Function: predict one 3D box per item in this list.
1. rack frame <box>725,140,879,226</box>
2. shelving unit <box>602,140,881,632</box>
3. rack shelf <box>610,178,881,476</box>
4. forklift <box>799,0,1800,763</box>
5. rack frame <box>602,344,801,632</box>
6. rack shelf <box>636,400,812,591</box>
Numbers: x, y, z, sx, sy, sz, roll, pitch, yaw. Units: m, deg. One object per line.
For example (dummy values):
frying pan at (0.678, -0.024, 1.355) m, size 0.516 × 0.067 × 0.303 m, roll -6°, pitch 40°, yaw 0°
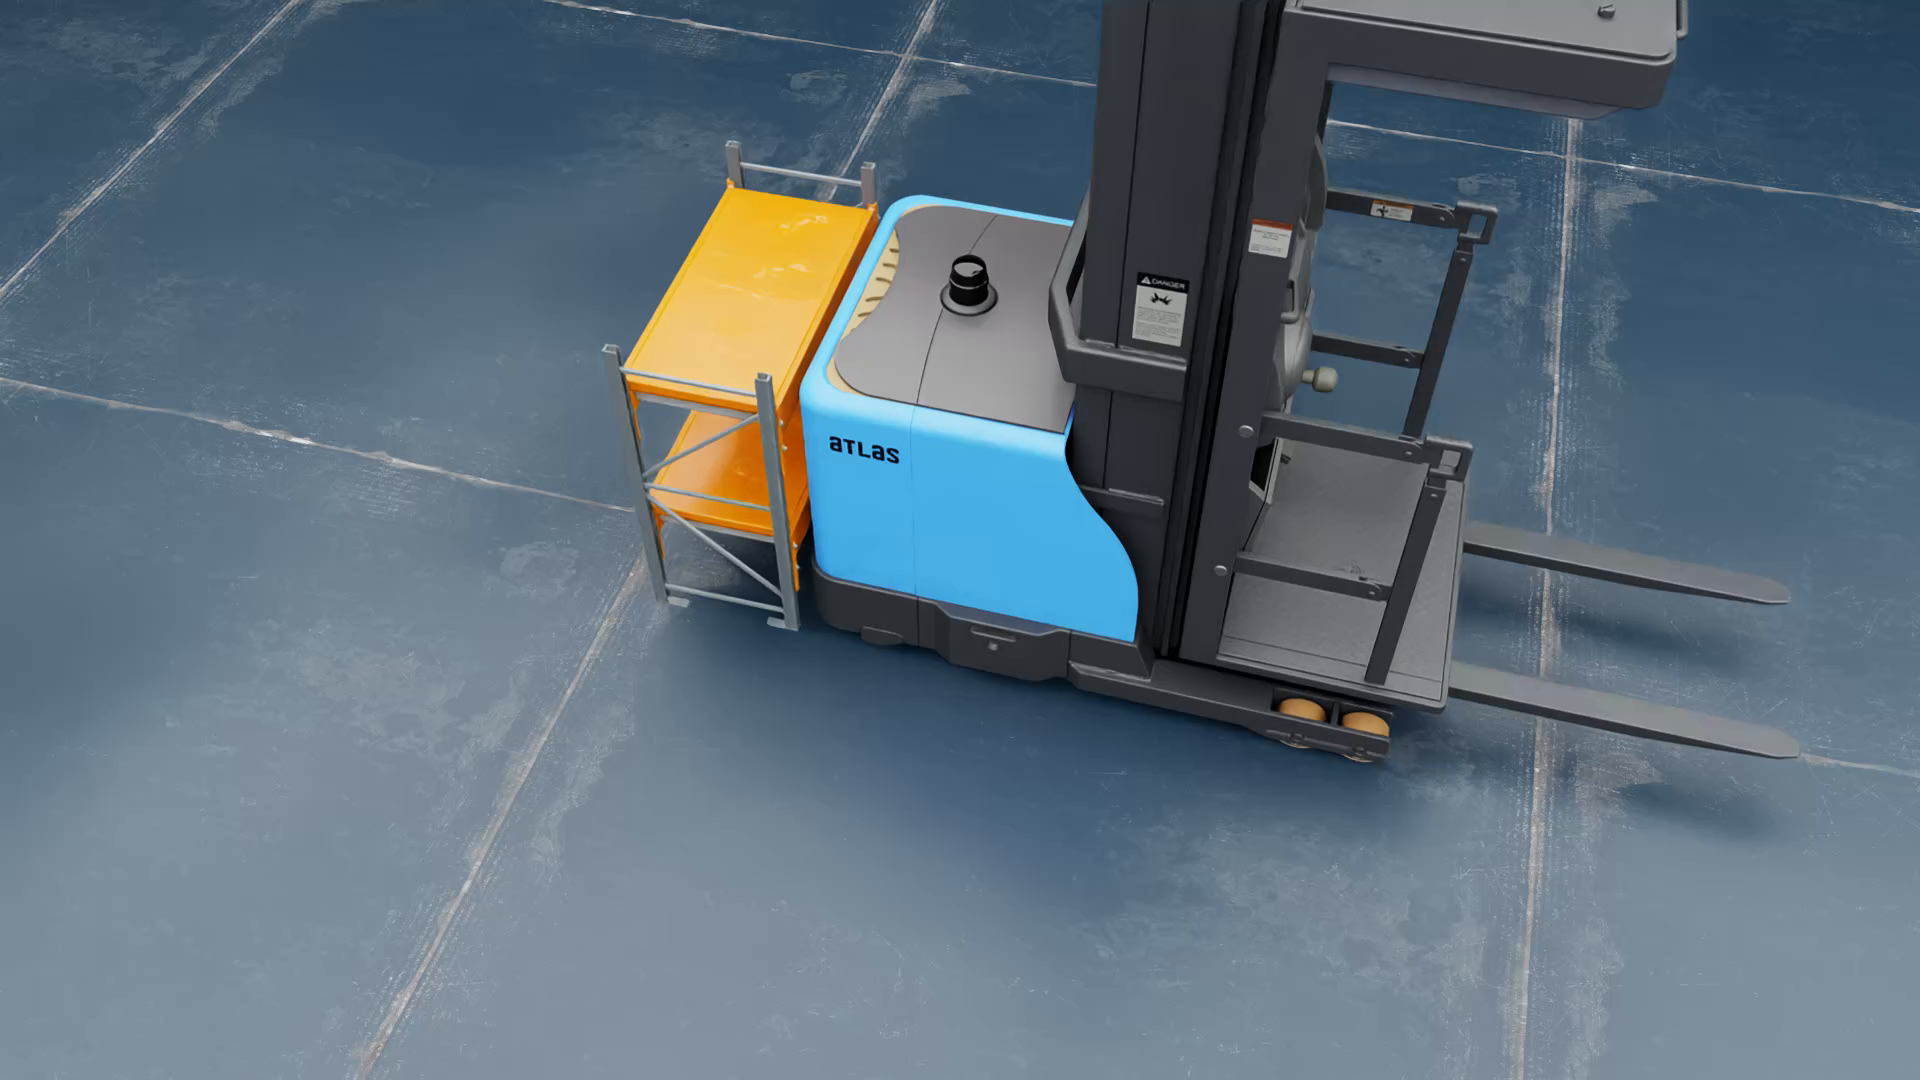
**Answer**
rack frame at (-0.514, -0.866, 5.764) m, size 0.500 × 1.125 × 0.032 m, roll 11°, pitch 50°, yaw 10°
shelving unit at (-0.643, -0.498, 5.439) m, size 0.538 × 1.125 × 1.048 m, roll 11°, pitch 50°, yaw 10°
rack shelf at (-0.643, -0.691, 5.219) m, size 0.538 × 0.278 × 1.000 m, roll 11°, pitch 50°, yaw 10°
forklift at (1.102, -0.730, 4.439) m, size 3.031 × 2.935 × 1.130 m, roll 12°, pitch 50°, yaw 10°
rack frame at (-0.773, -0.129, 5.114) m, size 0.500 × 1.125 × 0.032 m, roll 11°, pitch 50°, yaw 10°
rack shelf at (-0.643, -0.336, 5.622) m, size 0.538 × 0.278 × 1.000 m, roll 11°, pitch 50°, yaw 10°
